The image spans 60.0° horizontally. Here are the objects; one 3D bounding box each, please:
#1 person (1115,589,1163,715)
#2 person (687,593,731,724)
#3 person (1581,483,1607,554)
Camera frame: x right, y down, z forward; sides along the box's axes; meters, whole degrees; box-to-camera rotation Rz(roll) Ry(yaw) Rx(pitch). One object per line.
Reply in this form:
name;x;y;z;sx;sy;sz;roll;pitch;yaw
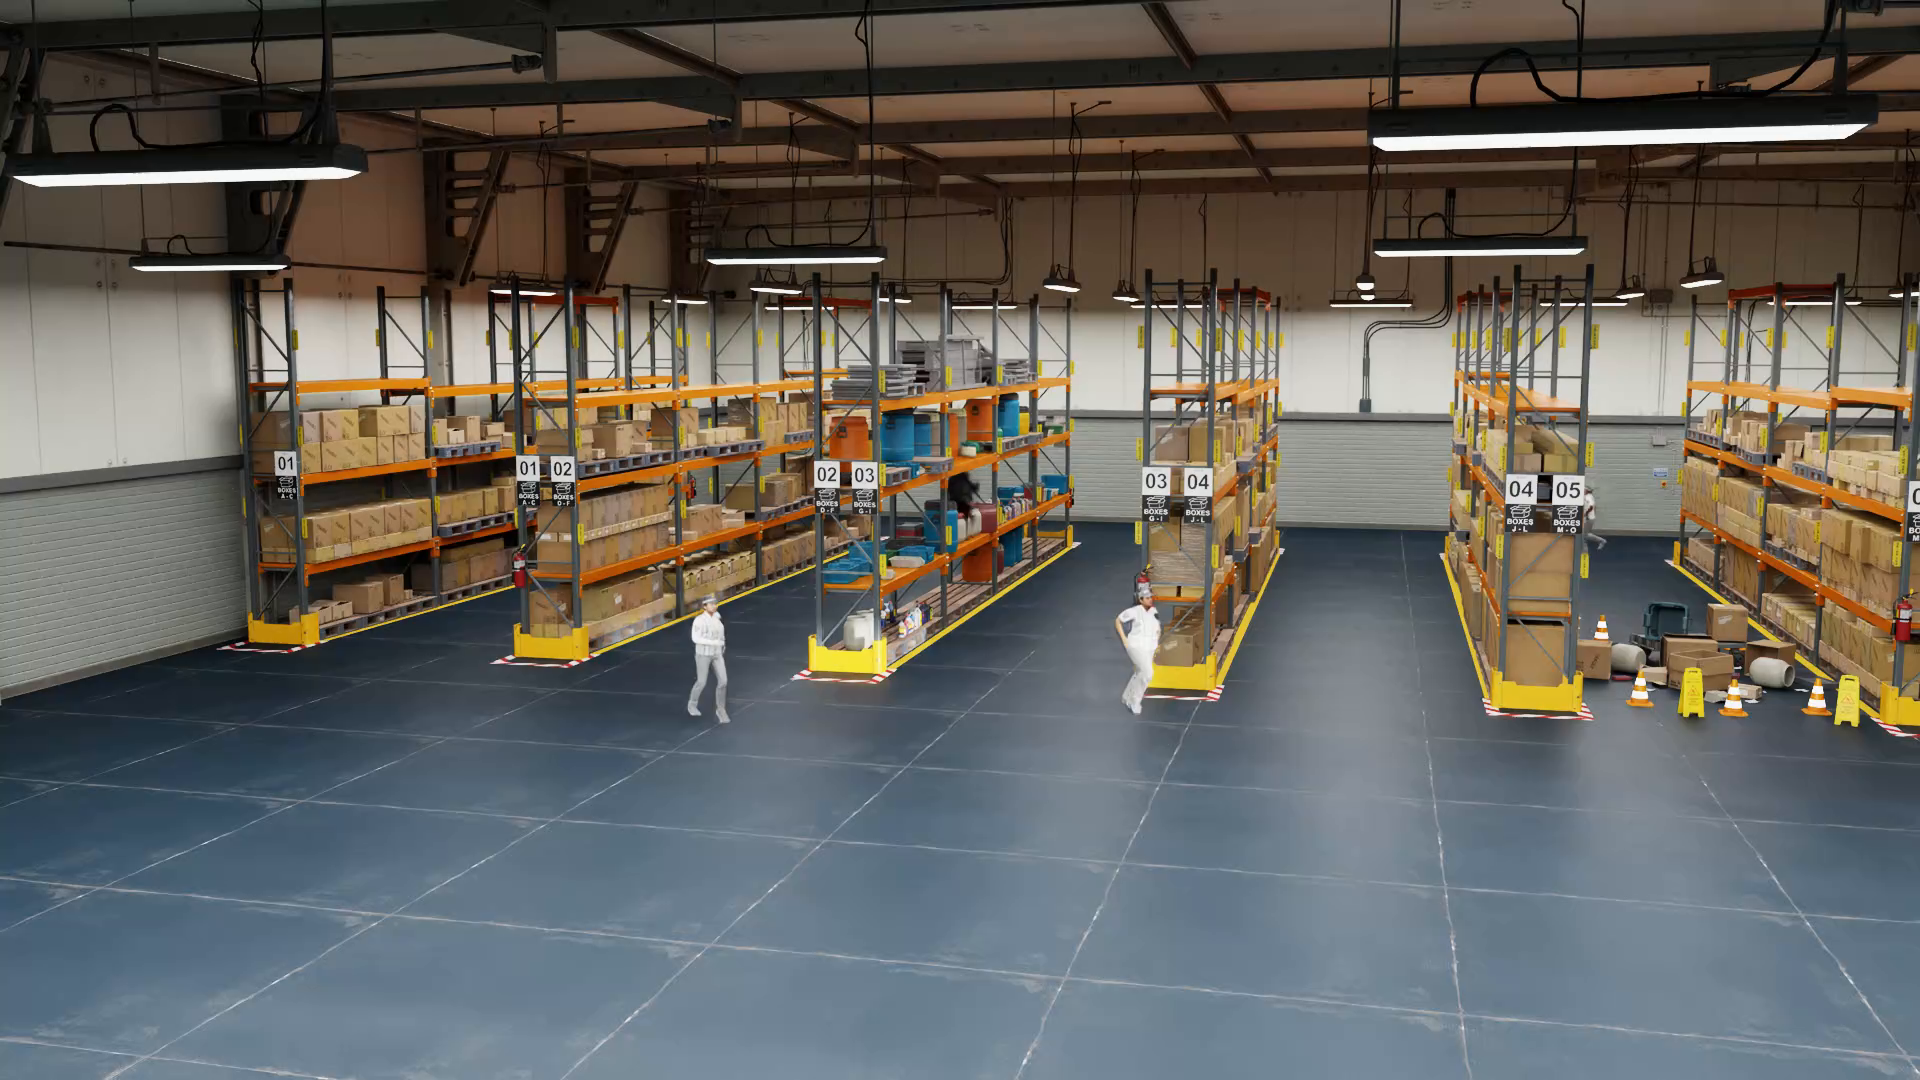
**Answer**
person;2.474;1.498;22.543;0.606;1.687;0.648;-6;9;-41
person;-3.306;1.558;21.912;0.745;1.767;0.627;6;9;42
person;14.748;-0.464;38.789;0.682;1.690;0.582;3;7;23
